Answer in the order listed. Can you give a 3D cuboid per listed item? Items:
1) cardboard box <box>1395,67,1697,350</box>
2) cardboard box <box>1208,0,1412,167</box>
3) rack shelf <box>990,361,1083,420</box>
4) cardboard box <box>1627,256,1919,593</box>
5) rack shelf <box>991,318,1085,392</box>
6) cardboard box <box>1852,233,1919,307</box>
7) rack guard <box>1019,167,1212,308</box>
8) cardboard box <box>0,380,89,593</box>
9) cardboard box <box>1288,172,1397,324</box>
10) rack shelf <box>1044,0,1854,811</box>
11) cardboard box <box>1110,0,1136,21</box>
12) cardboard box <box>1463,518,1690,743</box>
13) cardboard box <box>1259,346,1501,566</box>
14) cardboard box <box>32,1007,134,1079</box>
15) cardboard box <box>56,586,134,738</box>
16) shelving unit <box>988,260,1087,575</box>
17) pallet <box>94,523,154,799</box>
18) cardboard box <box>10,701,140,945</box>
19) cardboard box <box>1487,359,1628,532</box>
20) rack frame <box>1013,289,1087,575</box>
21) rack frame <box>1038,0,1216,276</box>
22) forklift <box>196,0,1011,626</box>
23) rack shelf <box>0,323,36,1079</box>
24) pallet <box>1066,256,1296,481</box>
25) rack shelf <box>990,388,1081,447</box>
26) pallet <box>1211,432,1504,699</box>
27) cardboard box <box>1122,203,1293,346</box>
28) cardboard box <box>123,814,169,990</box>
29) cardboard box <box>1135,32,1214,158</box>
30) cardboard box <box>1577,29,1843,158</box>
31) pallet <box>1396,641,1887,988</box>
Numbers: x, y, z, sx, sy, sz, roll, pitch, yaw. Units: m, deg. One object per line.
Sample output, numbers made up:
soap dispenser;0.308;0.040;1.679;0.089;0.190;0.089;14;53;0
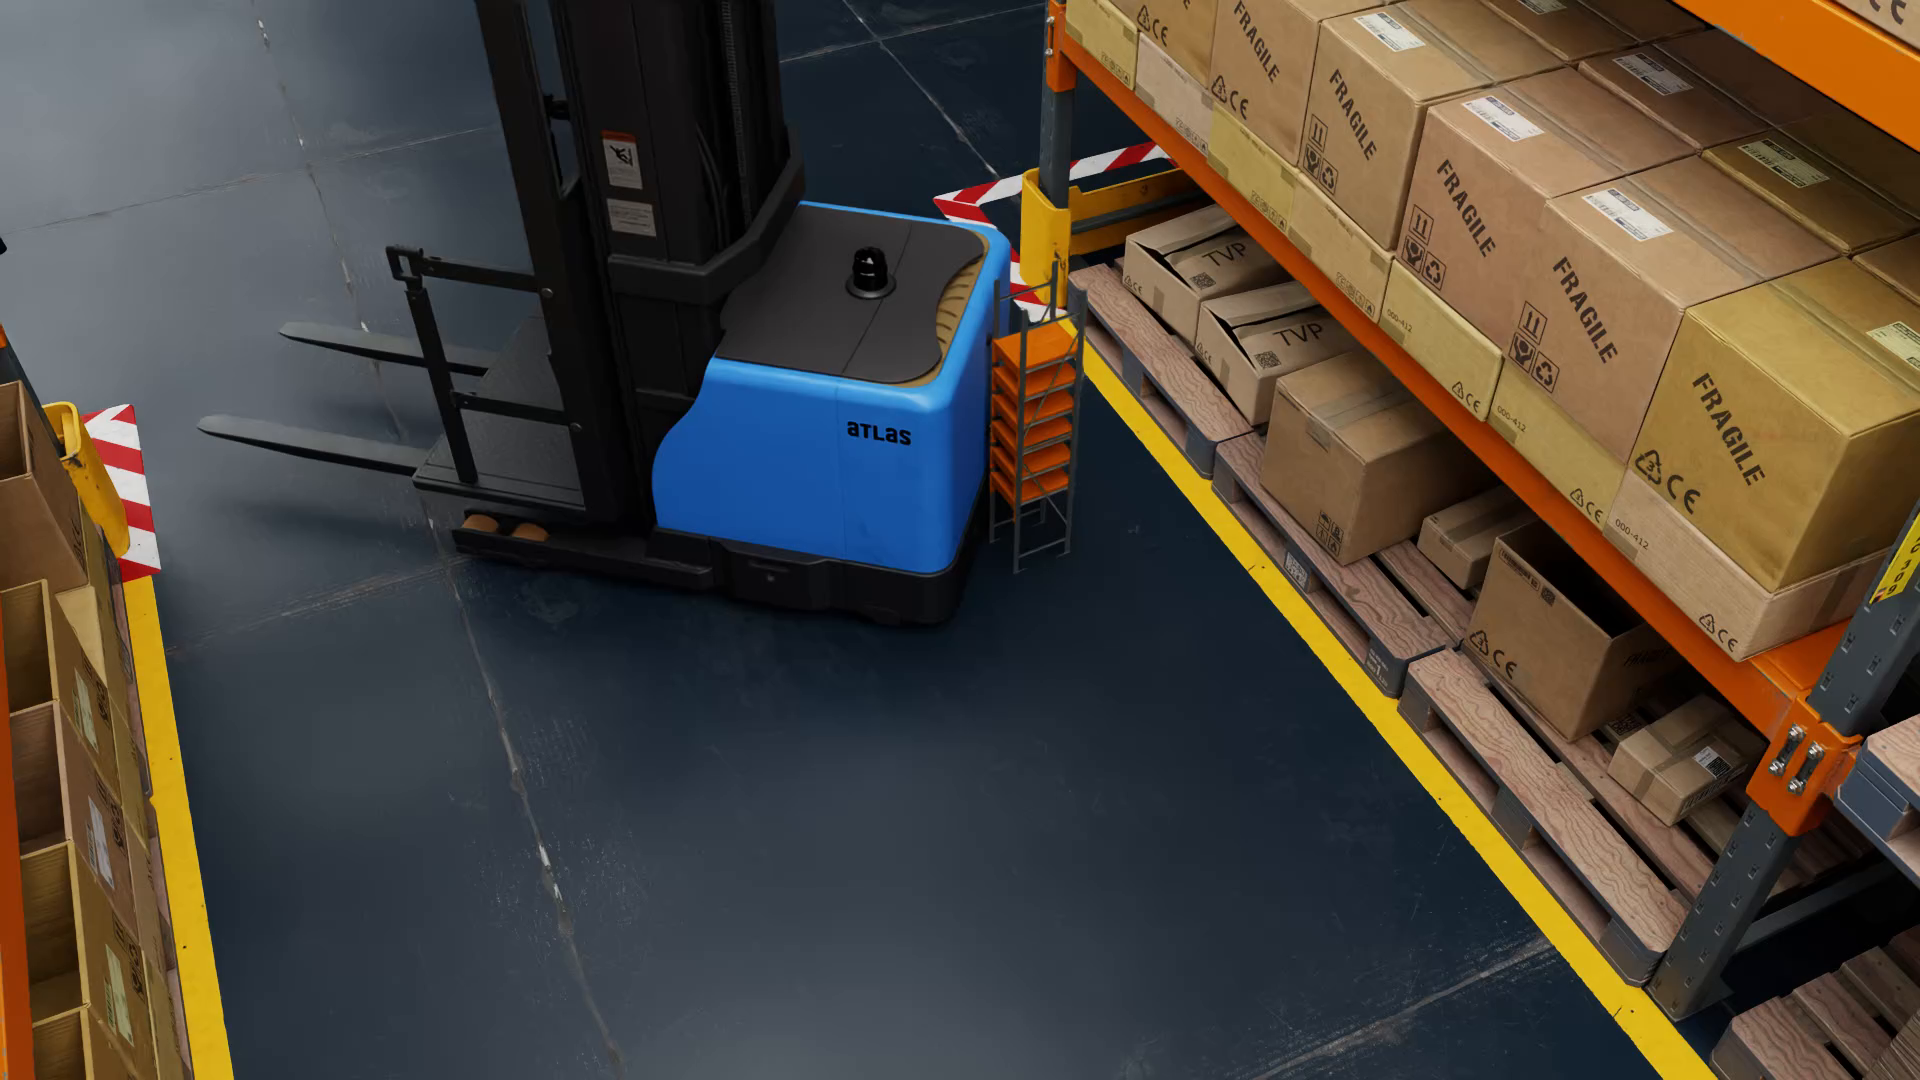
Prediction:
cardboard box;1.601;-0.920;4.606;0.500;0.500;0.500;-19;48;-19
cardboard box;1.154;-1.577;5.271;0.500;0.500;0.500;-20;48;-19
rack shelf;0.259;-0.536;5.660;0.258;0.103;0.180;-20;48;-20
cardboard box;2.018;-0.280;3.957;0.500;0.500;0.500;-18;47;-18
rack shelf;0.260;-0.622;5.576;0.258;0.103;0.180;-20;48;-20
cardboard box;2.490;-0.431;4.110;0.500;0.500;0.500;-19;48;-18
rack guard;0.848;-1.460;7.374;1.175;0.500;0.348;-18;47;-17
cardboard box;-3.182;-0.117;5.357;0.500;0.500;0.500;-18;47;-17
cardboard box;1.384;-0.971;5.191;0.500;0.250;0.500;-18;47;-17
rack shelf;1.657;-0.868;5.506;1.077;0.370;4.000;-18;47;-17
cardboard box;0.744;-2.226;5.929;0.500;0.500;0.500;-18;47;-17
cardboard box;2.025;0.234;5.343;0.500;0.500;0.500;-21;49;-20
cardboard box;1.528;-0.352;5.938;0.700;0.500;0.500;-21;48;-20
cardboard box;-2.123;1.474;3.745;0.500;0.500;0.500;-18;47;-17
cardboard box;-2.962;0.466;5.301;0.500;0.250;0.500;-18;47;-17
shelving unit;0.259;-0.397;5.798;0.258;1.200;0.189;-20;48;-20
pallet;-3.318;0.535;5.558;1.003;0.211;1.213;-18;47;-17
cardboard box;-2.539;0.835;4.393;0.500;0.500;0.500;-18;47;-17
cardboard box;1.822;-0.335;4.547;0.500;0.250;0.500;-18;47;-17
rack frame;0.302;-0.340;5.740;0.240;1.200;0.006;-20;48;-20
rack frame;0.816;-2.398;6.545;1.000;3.000;0.127;-18;47;-17
forklift;-1.381;-1.292;5.473;3.031;2.935;1.130;10;45;10
rack shelf;-2.836;0.598;4.021;1.077;0.370;4.000;-18;47;-17
pallet;1.157;-0.829;6.940;1.003;0.211;1.213;-18;47;-17
rack shelf;0.259;-0.451;5.745;0.258;0.103;0.180;-20;48;-20
pallet;1.666;-0.053;6.153;1.003;0.211;1.213;-18;47;-17
cardboard box;1.025;-1.130;6.861;0.500;0.311;0.500;-23;49;-22
cardboard box;-2.542;1.103;4.655;0.500;0.250;0.500;-18;47;-17
cardboard box;0.964;-1.621;5.849;0.500;0.250;0.500;-19;48;-19
cardboard box;2.071;-1.081;4.769;0.500;0.500;0.500;-17;47;-16
pallet;2.183;0.726;5.364;1.003;0.211;1.213;-18;47;-17
